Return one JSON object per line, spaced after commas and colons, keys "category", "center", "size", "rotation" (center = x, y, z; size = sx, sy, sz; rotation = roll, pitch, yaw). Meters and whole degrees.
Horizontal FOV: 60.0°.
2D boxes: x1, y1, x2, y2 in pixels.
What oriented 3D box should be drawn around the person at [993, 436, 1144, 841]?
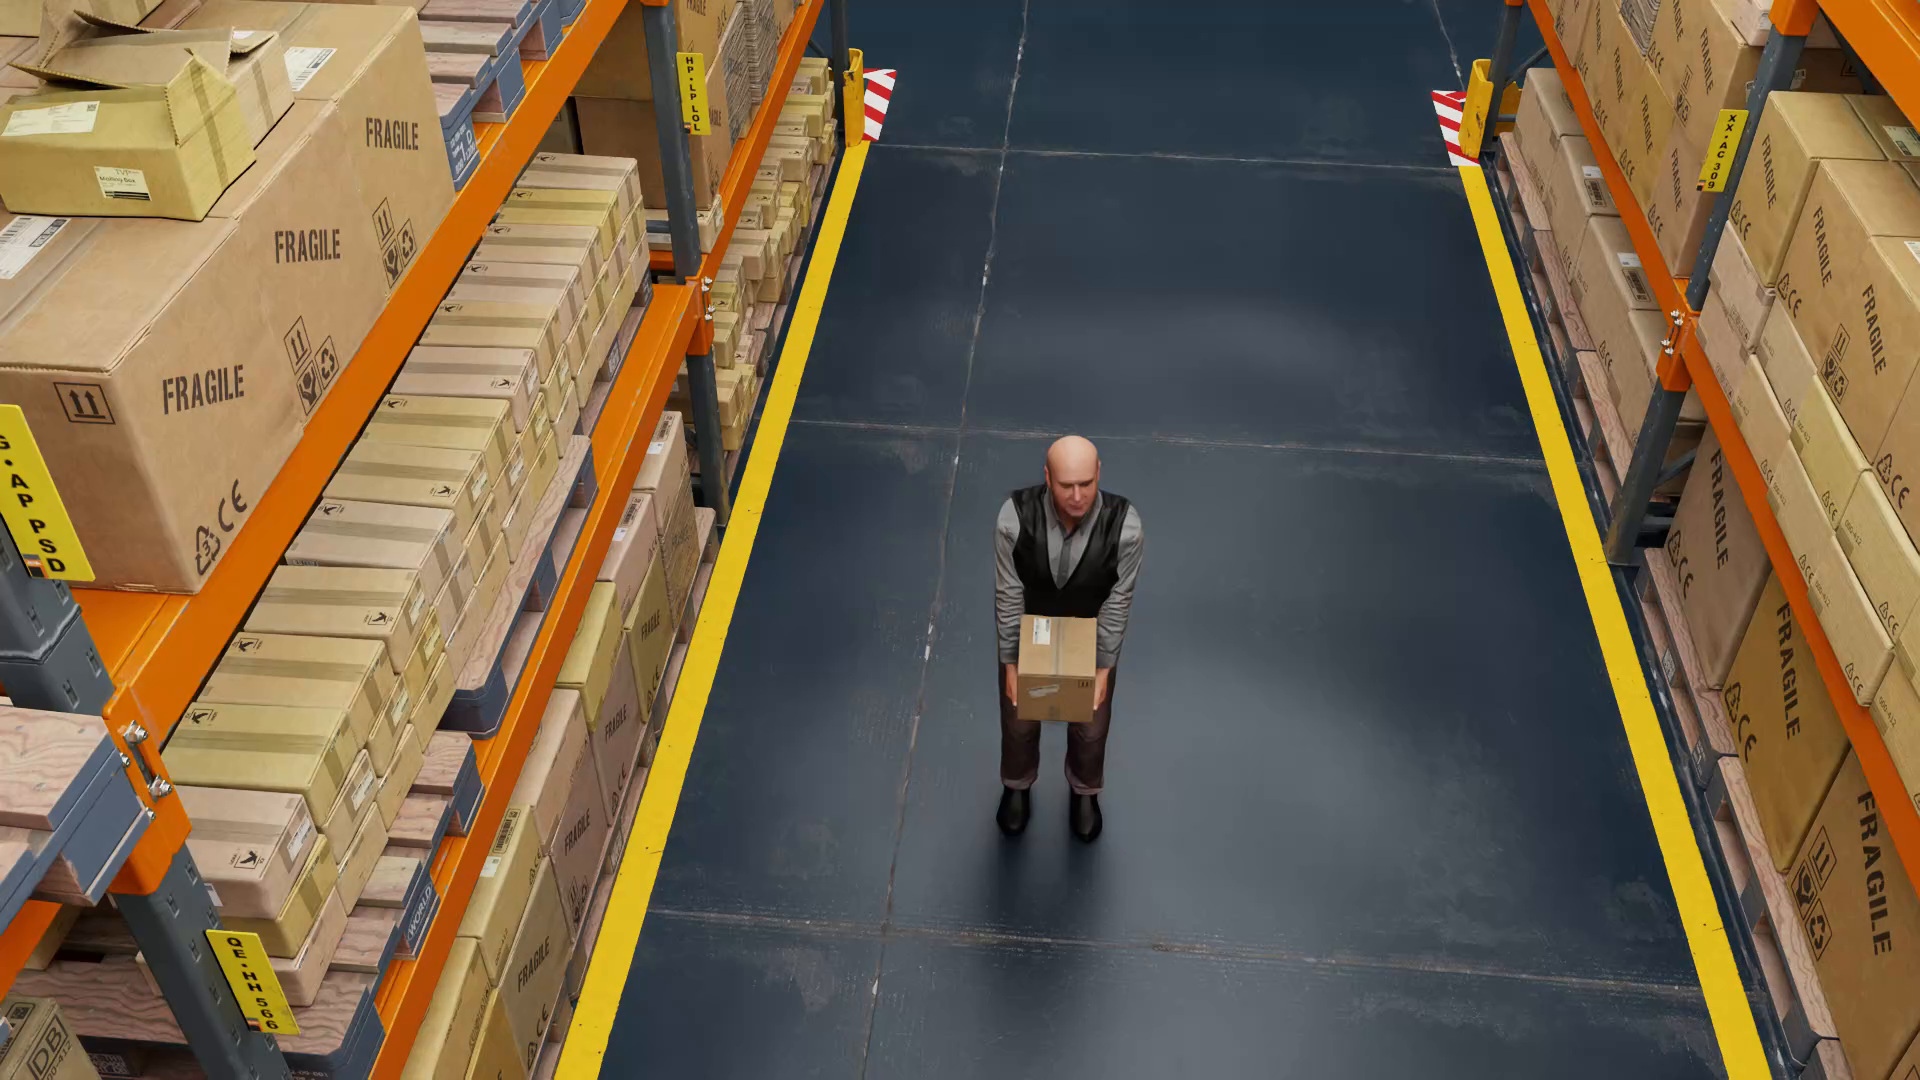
{"category": "person", "center": [0.351, 0.400, 5.700], "size": [0.494, 1.720, 0.563], "rotation": [3, 40, 3]}
